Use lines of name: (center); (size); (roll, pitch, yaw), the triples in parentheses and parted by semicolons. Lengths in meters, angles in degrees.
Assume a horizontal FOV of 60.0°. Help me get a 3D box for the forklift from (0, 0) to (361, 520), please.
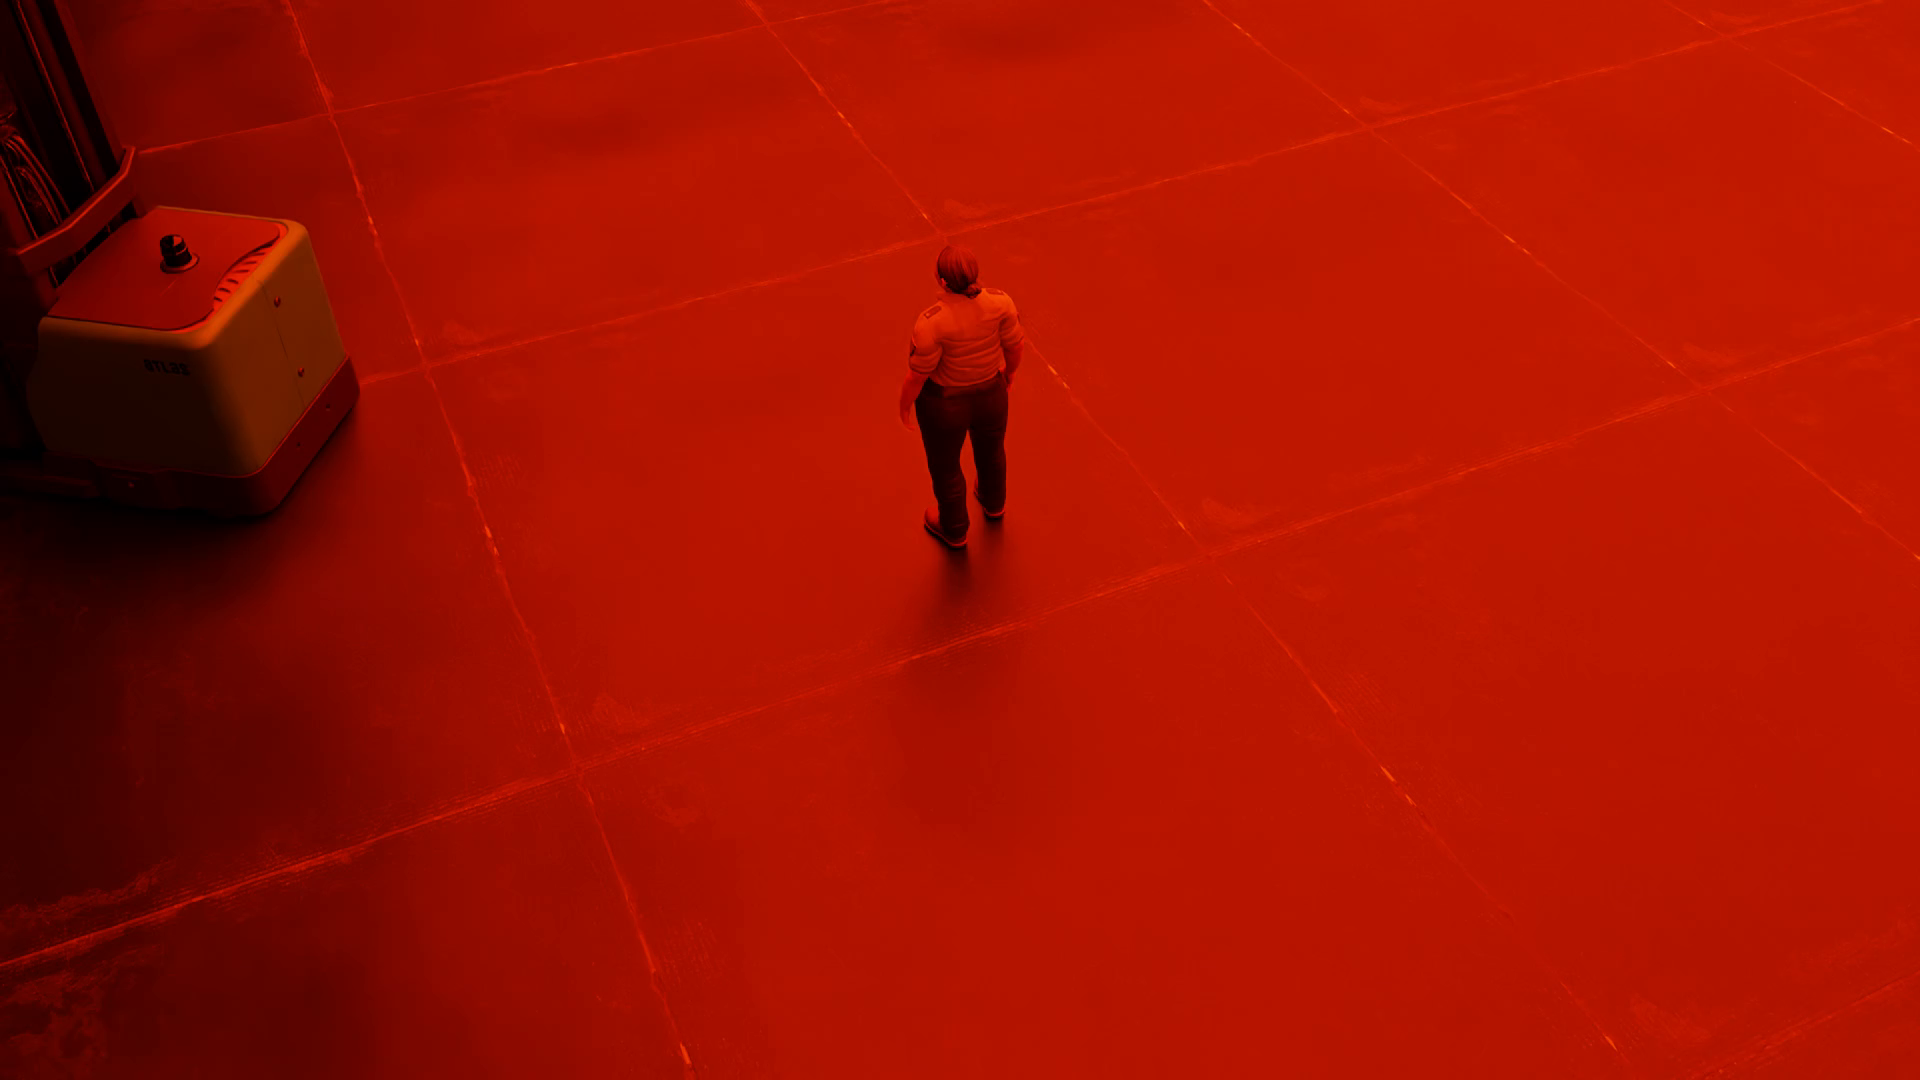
forklift: (-4.643, -1.667, 7.467); (3.031, 2.935, 1.130); (8, 44, 8)

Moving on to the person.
person: (-0.017, -0.670, 7.327); (0.598, 1.651, 0.503); (-18, 46, -18)
